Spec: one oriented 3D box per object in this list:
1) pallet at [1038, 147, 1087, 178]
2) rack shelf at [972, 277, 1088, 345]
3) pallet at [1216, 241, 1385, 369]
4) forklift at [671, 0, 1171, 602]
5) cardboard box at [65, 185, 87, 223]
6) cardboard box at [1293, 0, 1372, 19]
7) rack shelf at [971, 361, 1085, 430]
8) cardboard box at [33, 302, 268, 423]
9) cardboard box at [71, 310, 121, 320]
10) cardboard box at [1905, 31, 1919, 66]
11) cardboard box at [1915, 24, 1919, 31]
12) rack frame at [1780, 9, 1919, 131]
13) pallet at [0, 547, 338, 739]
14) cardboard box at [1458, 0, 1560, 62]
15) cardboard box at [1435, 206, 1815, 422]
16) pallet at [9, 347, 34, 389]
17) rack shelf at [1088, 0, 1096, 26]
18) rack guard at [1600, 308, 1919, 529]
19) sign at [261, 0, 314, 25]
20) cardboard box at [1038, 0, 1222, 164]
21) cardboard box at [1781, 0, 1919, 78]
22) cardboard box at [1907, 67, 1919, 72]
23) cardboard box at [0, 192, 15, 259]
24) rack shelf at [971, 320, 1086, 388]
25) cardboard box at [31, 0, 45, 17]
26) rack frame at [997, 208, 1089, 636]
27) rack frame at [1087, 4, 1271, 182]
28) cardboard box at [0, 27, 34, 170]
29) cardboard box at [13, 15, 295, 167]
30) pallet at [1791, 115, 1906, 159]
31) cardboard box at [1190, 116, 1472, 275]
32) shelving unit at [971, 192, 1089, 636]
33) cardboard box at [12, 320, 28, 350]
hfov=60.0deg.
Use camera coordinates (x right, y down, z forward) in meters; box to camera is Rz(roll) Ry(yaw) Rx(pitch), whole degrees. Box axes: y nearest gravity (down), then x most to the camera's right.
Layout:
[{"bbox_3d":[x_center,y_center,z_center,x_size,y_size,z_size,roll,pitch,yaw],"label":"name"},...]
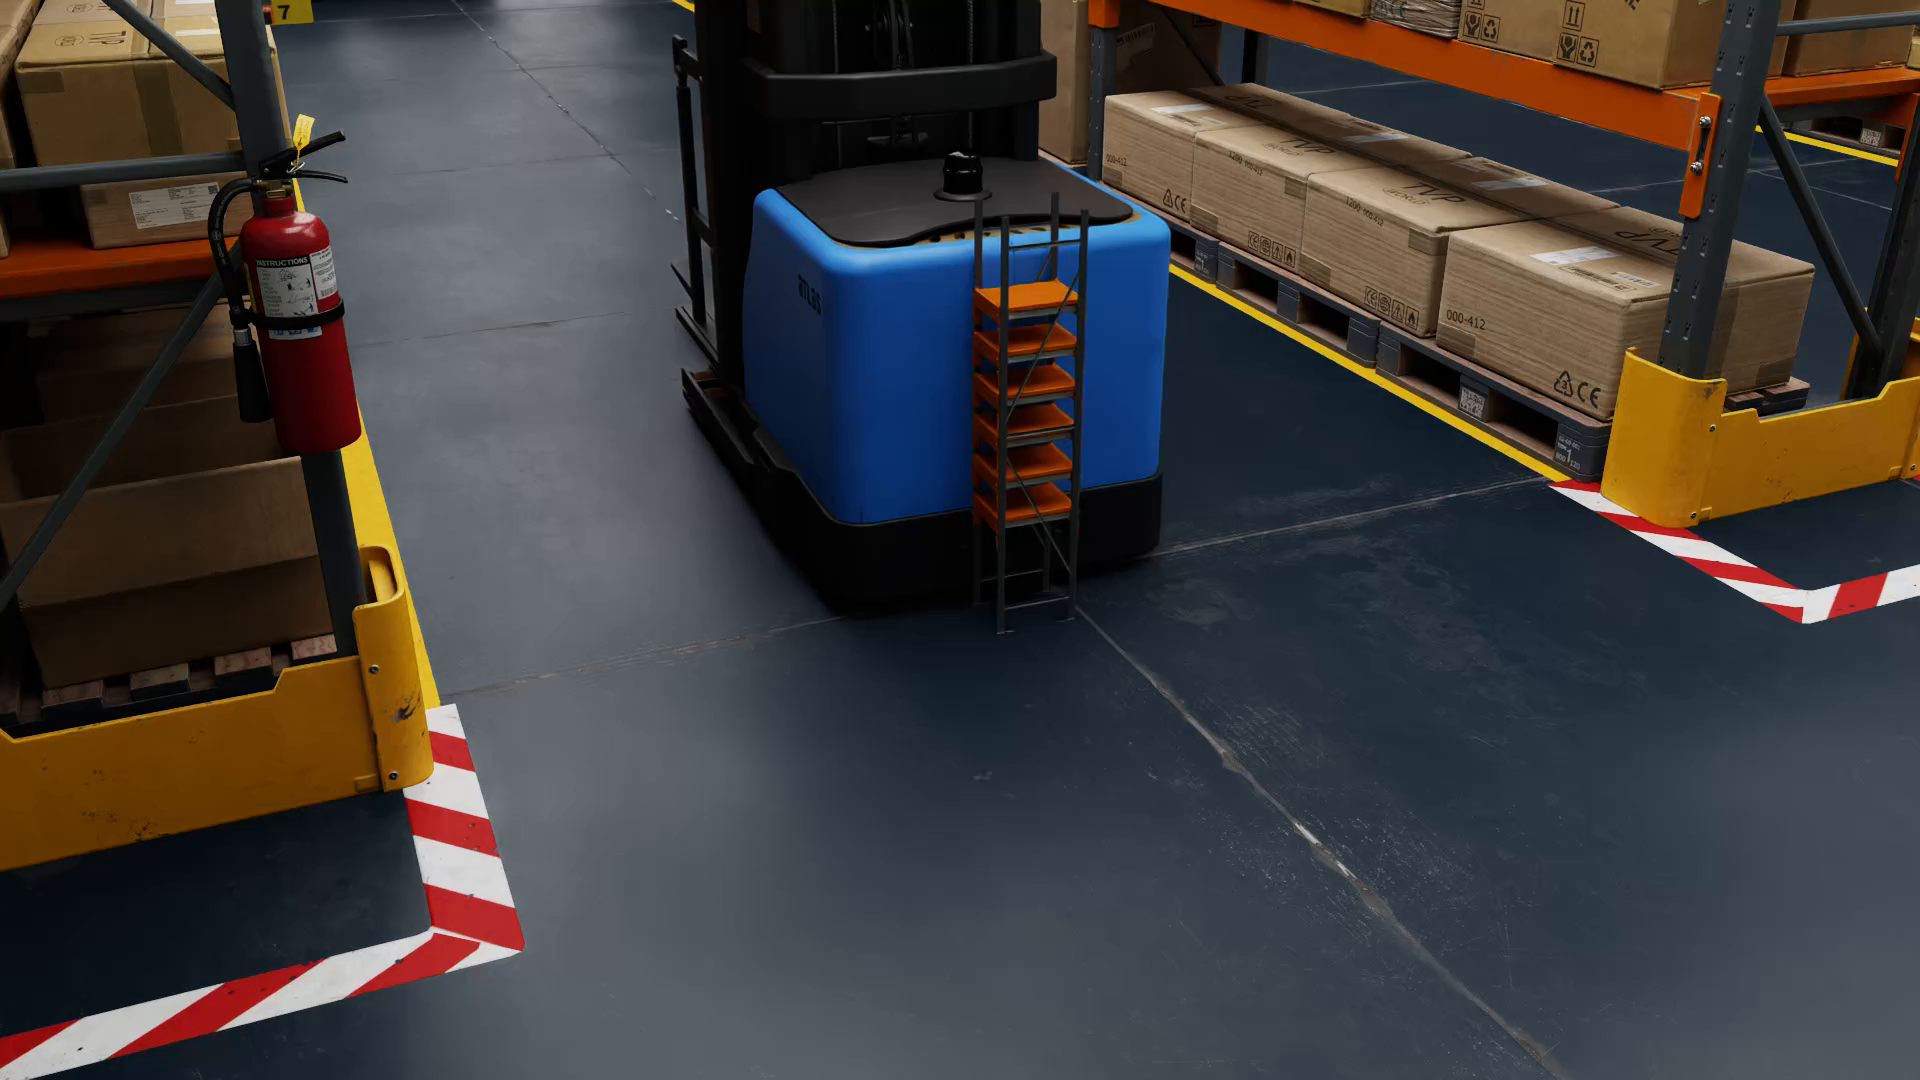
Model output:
[{"bbox_3d":[0.779,-2.214,9.544,1.003,0.211,1.213,-11,28,-21],"label":"pallet"},{"bbox_3d":[0.184,-0.610,4.412,0.258,0.103,0.180,-10,28,-19],"label":"rack shelf"},{"bbox_3d":[1.858,-1.102,7.266,1.003,0.211,1.213,-11,28,-21],"label":"pallet"},{"bbox_3d":[-0.393,-1.765,5.524,1.130,2.935,3.031,-10,28,-19],"label":"forklift"},{"bbox_3d":[-1.867,-0.861,3.881,0.380,0.149,0.250,-10,28,-19],"label":"cardboard box"},{"bbox_3d":[1.678,-2.365,6.562,0.500,0.500,0.500,-10,28,-19],"label":"cardboard box"},{"bbox_3d":[0.184,-0.394,4.518,0.258,0.103,0.180,-10,28,-19],"label":"rack shelf"},{"bbox_3d":[-2.300,-0.380,4.980,0.700,0.500,0.500,-9,28,-18],"label":"cardboard box"},{"bbox_3d":[-2.706,-0.799,5.838,0.700,0.500,0.500,-12,28,-23],"label":"cardboard box"},{"bbox_3d":[5.664,-2.939,9.943,0.380,0.149,0.250,-9,27,-18],"label":"cardboard box"},{"bbox_3d":[6.045,-3.136,10.347,0.380,0.149,0.250,-10,28,-19],"label":"cardboard box"},{"bbox_3d":[5.666,-4.060,10.147,1.000,3.000,0.127,-11,28,-21],"label":"rack frame"},{"bbox_3d":[-2.191,0.201,4.597,1.003,0.211,1.213,-11,28,-21],"label":"pallet"},{"bbox_3d":[2.102,-1.953,5.718,0.500,0.500,0.500,-11,28,-22],"label":"cardboard box"},{"bbox_3d":[2.367,-0.841,5.994,0.875,0.438,0.875,-12,28,-22],"label":"cardboard box"},{"bbox_3d":[-3.147,-0.784,6.615,1.003,0.211,1.213,-11,28,-21],"label":"pallet"},{"bbox_3d":[0.368,-3.653,10.133,1.077,0.370,4.000,-11,28,-21],"label":"rack shelf"},{"bbox_3d":[2.727,-0.421,5.542,1.175,0.500,0.348,-11,28,-21],"label":"rack guard"},{"bbox_3d":[-1.349,-1.182,3.265,0.100,0.325,0.005,-11,28,-21],"label":"sign"},{"bbox_3d":[0.835,-2.639,9.180,0.875,0.875,0.875,-10,28,-19],"label":"cardboard box"},{"bbox_3d":[2.794,-1.842,5.490,0.500,0.500,0.500,-11,28,-21],"label":"cardboard box"},{"bbox_3d":[5.824,-2.721,9.836,0.380,0.149,0.250,-11,28,-21],"label":"cardboard box"},{"bbox_3d":[-2.225,-0.674,3.499,0.380,0.149,0.250,-11,28,-21],"label":"cardboard box"},{"bbox_3d":[0.184,-0.502,4.465,0.258,0.103,0.180,-10,28,-19],"label":"rack shelf"},{"bbox_3d":[-2.663,-1.315,4.356,0.500,0.250,0.500,-10,28,-19],"label":"cardboard box"},{"bbox_3d":[0.217,-0.289,4.474,0.240,1.200,0.006,-10,28,-19],"label":"rack frame"},{"bbox_3d":[1.151,-3.169,8.321,1.000,3.000,0.127,-11,28,-21],"label":"rack frame"},{"bbox_3d":[-2.273,-0.906,3.518,0.500,0.250,0.500,-10,28,-19],"label":"cardboard box"},{"bbox_3d":[-1.778,-0.995,3.701,0.500,0.250,0.500,-10,28,-20],"label":"cardboard box"},{"bbox_3d":[5.962,-2.542,10.216,1.003,0.211,1.213,-11,28,-21],"label":"pallet"},{"bbox_3d":[1.649,-1.573,7.494,0.875,0.438,0.875,-11,28,-22],"label":"cardboard box"},{"bbox_3d":[0.184,-0.326,4.551,0.258,1.200,0.189,-10,28,-19],"label":"shelving unit"},{"bbox_3d":[-3.374,-0.987,6.440,0.500,0.311,0.500,-10,28,-19],"label":"cardboard box"}]
